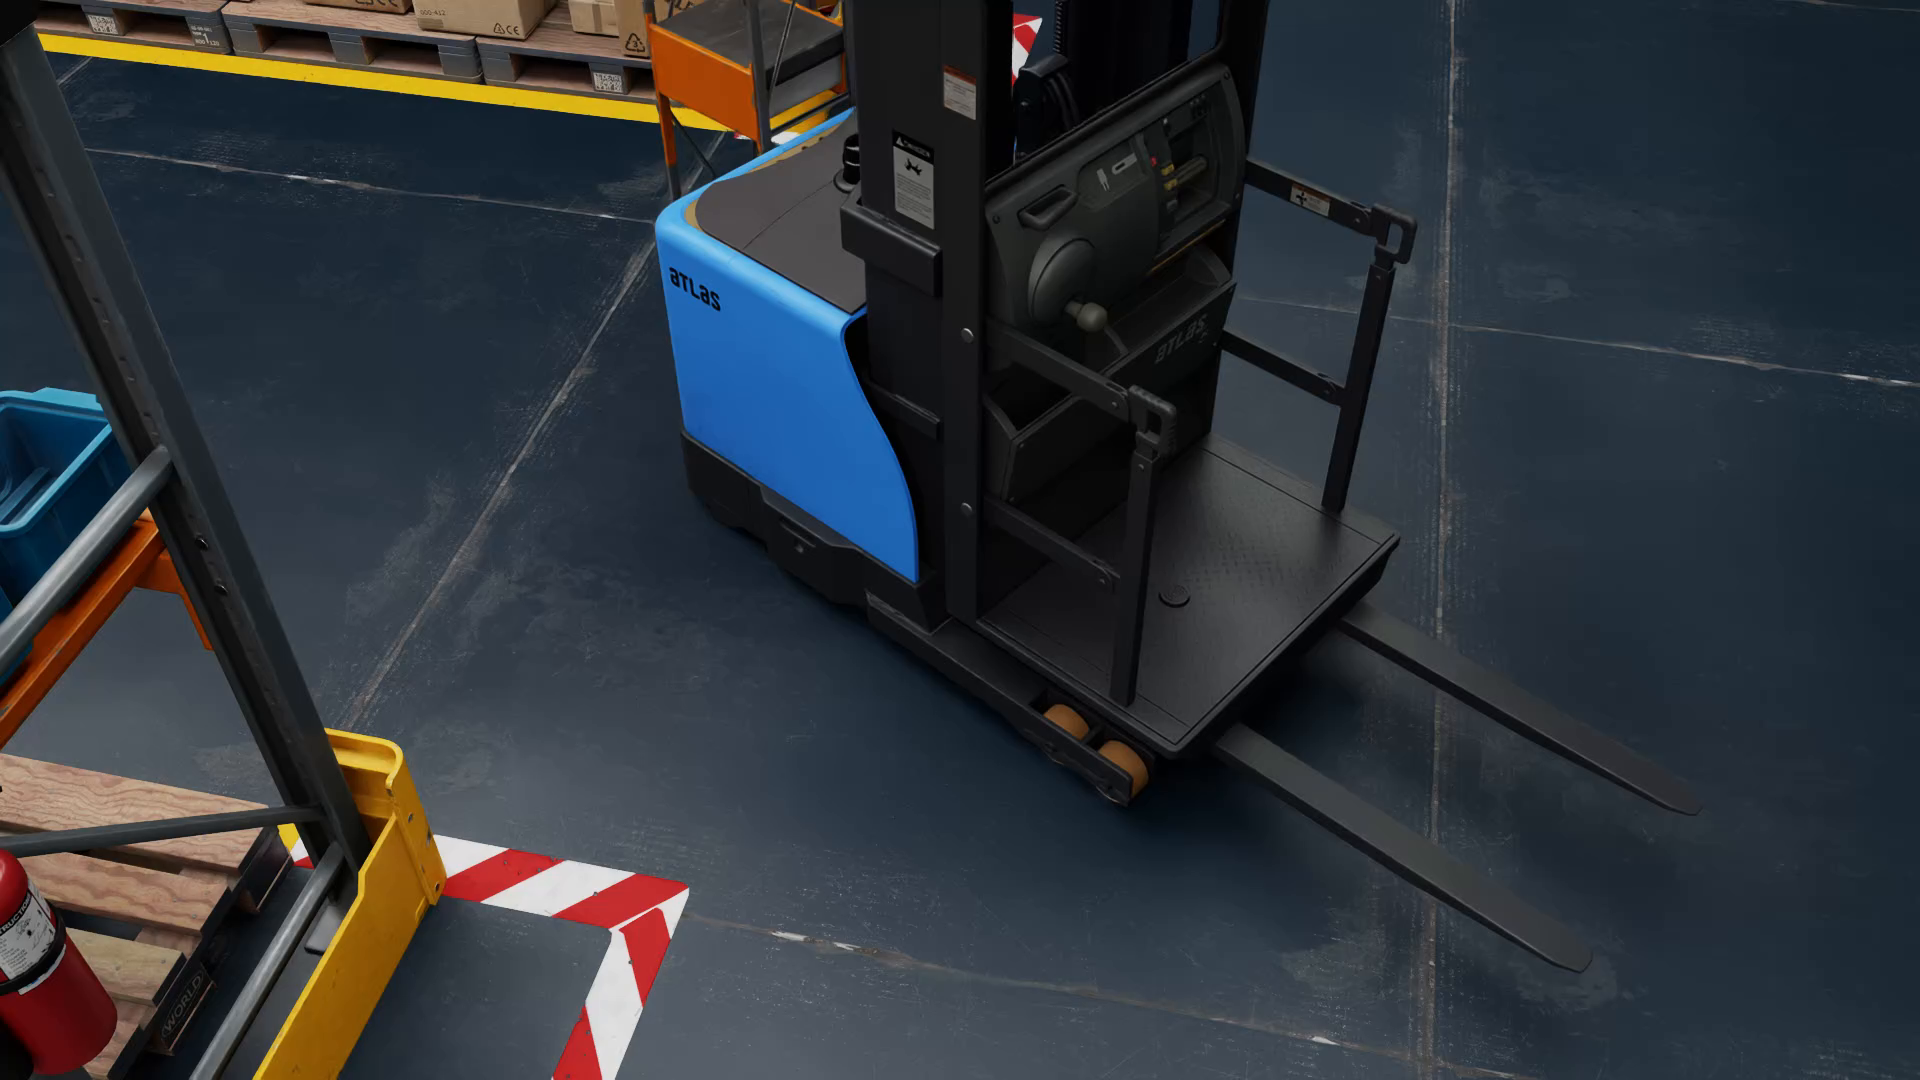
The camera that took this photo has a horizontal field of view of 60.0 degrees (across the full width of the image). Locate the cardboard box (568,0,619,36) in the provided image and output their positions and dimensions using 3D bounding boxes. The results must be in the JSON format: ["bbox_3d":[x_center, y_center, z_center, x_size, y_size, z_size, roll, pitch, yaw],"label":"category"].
[{"bbox_3d":[-1.519,-2.378,7.283,0.250,0.166,0.380,9,45,9],"label":"cardboard box"}]

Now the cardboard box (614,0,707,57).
[{"bbox_3d":[-1.143,-2.376,7.041,0.500,0.500,0.500,9,45,9],"label":"cardboard box"}]

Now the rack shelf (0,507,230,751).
[{"bbox_3d":[-3.596,0.106,3.496,4.000,0.370,1.077,9,45,9],"label":"rack shelf"}]

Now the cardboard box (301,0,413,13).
[{"bbox_3d":[-2.628,-2.786,7.464,0.637,0.503,0.797,9,45,9],"label":"cardboard box"}]

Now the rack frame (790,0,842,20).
[{"bbox_3d":[-0.559,-3.202,6.414,0.127,3.000,1.000,9,45,9],"label":"rack frame"}]

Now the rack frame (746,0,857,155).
[{"bbox_3d":[-0.458,-1.295,5.071,0.015,2.100,0.400,32,52,30],"label":"rack frame"}]

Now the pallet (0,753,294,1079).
[{"bbox_3d":[-2.440,1.003,4.056,1.213,0.211,1.003,9,45,9],"label":"pallet"}]

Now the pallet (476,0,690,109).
[{"bbox_3d":[-1.411,-2.329,7.518,1.213,0.211,1.003,9,45,9],"label":"pallet"}]

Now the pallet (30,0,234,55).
[{"bbox_3d":[-3.792,-2.699,7.902,1.213,0.211,1.003,9,45,9],"label":"pallet"}]

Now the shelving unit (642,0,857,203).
[{"bbox_3d":[-0.637,-1.407,5.193,0.503,2.100,0.431,32,52,30],"label":"shelving unit"}]

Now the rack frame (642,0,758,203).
[{"bbox_3d":[-0.817,-1.519,5.314,0.015,2.100,0.400,32,52,30],"label":"rack frame"}]

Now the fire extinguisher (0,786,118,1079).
[{"bbox_3d":[-1.596,0.642,2.745,0.183,0.674,0.296,9,45,9],"label":"fire extinguisher"}]

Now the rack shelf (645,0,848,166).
[{"bbox_3d":[-0.637,-1.397,5.202,0.480,0.518,0.431,32,52,30],"label":"rack shelf"}]

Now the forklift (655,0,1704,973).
[{"bbox_3d":[0.553,-0.761,3.927,3.031,2.935,1.130,32,52,29],"label":"forklift"}]

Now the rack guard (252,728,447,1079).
[{"bbox_3d":[-1.618,1.045,3.804,0.348,0.500,1.175,9,45,9],"label":"rack guard"}]

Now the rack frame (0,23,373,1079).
[{"bbox_3d":[-1.644,0.149,2.932,0.127,3.000,1.000,9,45,9],"label":"rack frame"}]

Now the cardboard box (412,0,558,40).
[{"bbox_3d":[-2.064,-2.450,7.298,0.500,0.250,0.500,9,45,9],"label":"cardboard box"}]

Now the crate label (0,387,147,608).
[{"bbox_3d":[-1.813,-0.072,3.239,0.303,0.233,0.416,9,45,9],"label":"crate label"}]

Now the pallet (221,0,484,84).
[{"bbox_3d":[-2.598,-2.515,7.711,1.213,0.211,1.003,9,45,9],"label":"pallet"}]

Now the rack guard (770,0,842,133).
[{"bbox_3d":[-0.633,-2.313,7.293,0.348,0.500,1.175,9,45,9],"label":"rack guard"}]

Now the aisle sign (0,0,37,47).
[{"bbox_3d":[-1.509,-0.977,2.228,0.004,0.787,0.394,9,45,9],"label":"aisle sign"}]

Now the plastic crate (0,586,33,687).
[{"bbox_3d":[-2.012,0.191,2.820,0.499,0.435,0.616,9,45,9],"label":"plastic crate"}]

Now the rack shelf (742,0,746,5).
[{"bbox_3d":[-0.645,-1.906,4.721,0.480,0.518,0.431,32,52,30],"label":"rack shelf"}]
